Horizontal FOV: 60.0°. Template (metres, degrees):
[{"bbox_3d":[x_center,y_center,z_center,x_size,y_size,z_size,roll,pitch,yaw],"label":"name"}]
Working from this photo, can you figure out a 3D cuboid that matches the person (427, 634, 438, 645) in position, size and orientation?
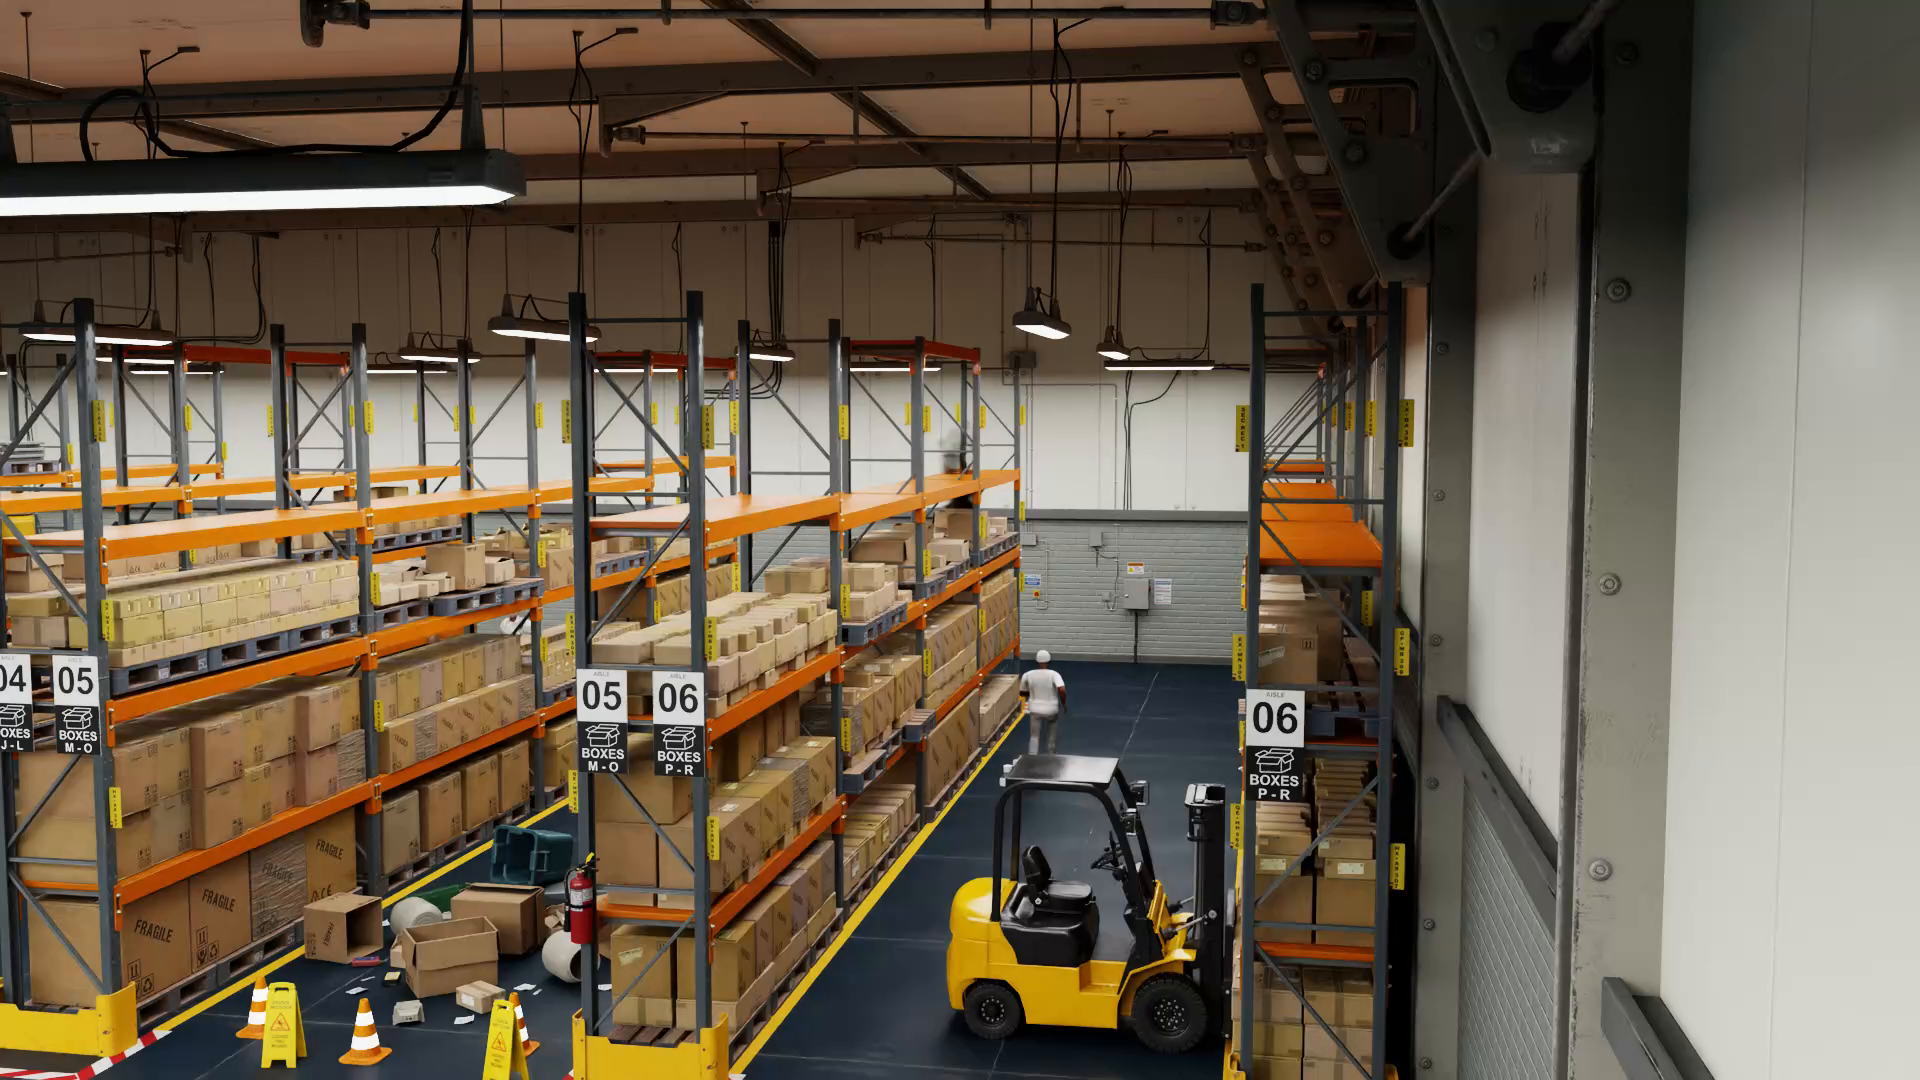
[{"bbox_3d":[-8.135,2.260,25.780,0.549,1.662,0.924,0,5,1],"label":"person"}]

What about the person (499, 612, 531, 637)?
[{"bbox_3d":[-7.688,1.988,28.809,0.657,1.848,0.755,0,5,-4],"label":"person"}]

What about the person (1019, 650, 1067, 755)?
[{"bbox_3d":[1.155,2.378,23.107,0.699,1.722,0.988,1,5,11],"label":"person"}]
